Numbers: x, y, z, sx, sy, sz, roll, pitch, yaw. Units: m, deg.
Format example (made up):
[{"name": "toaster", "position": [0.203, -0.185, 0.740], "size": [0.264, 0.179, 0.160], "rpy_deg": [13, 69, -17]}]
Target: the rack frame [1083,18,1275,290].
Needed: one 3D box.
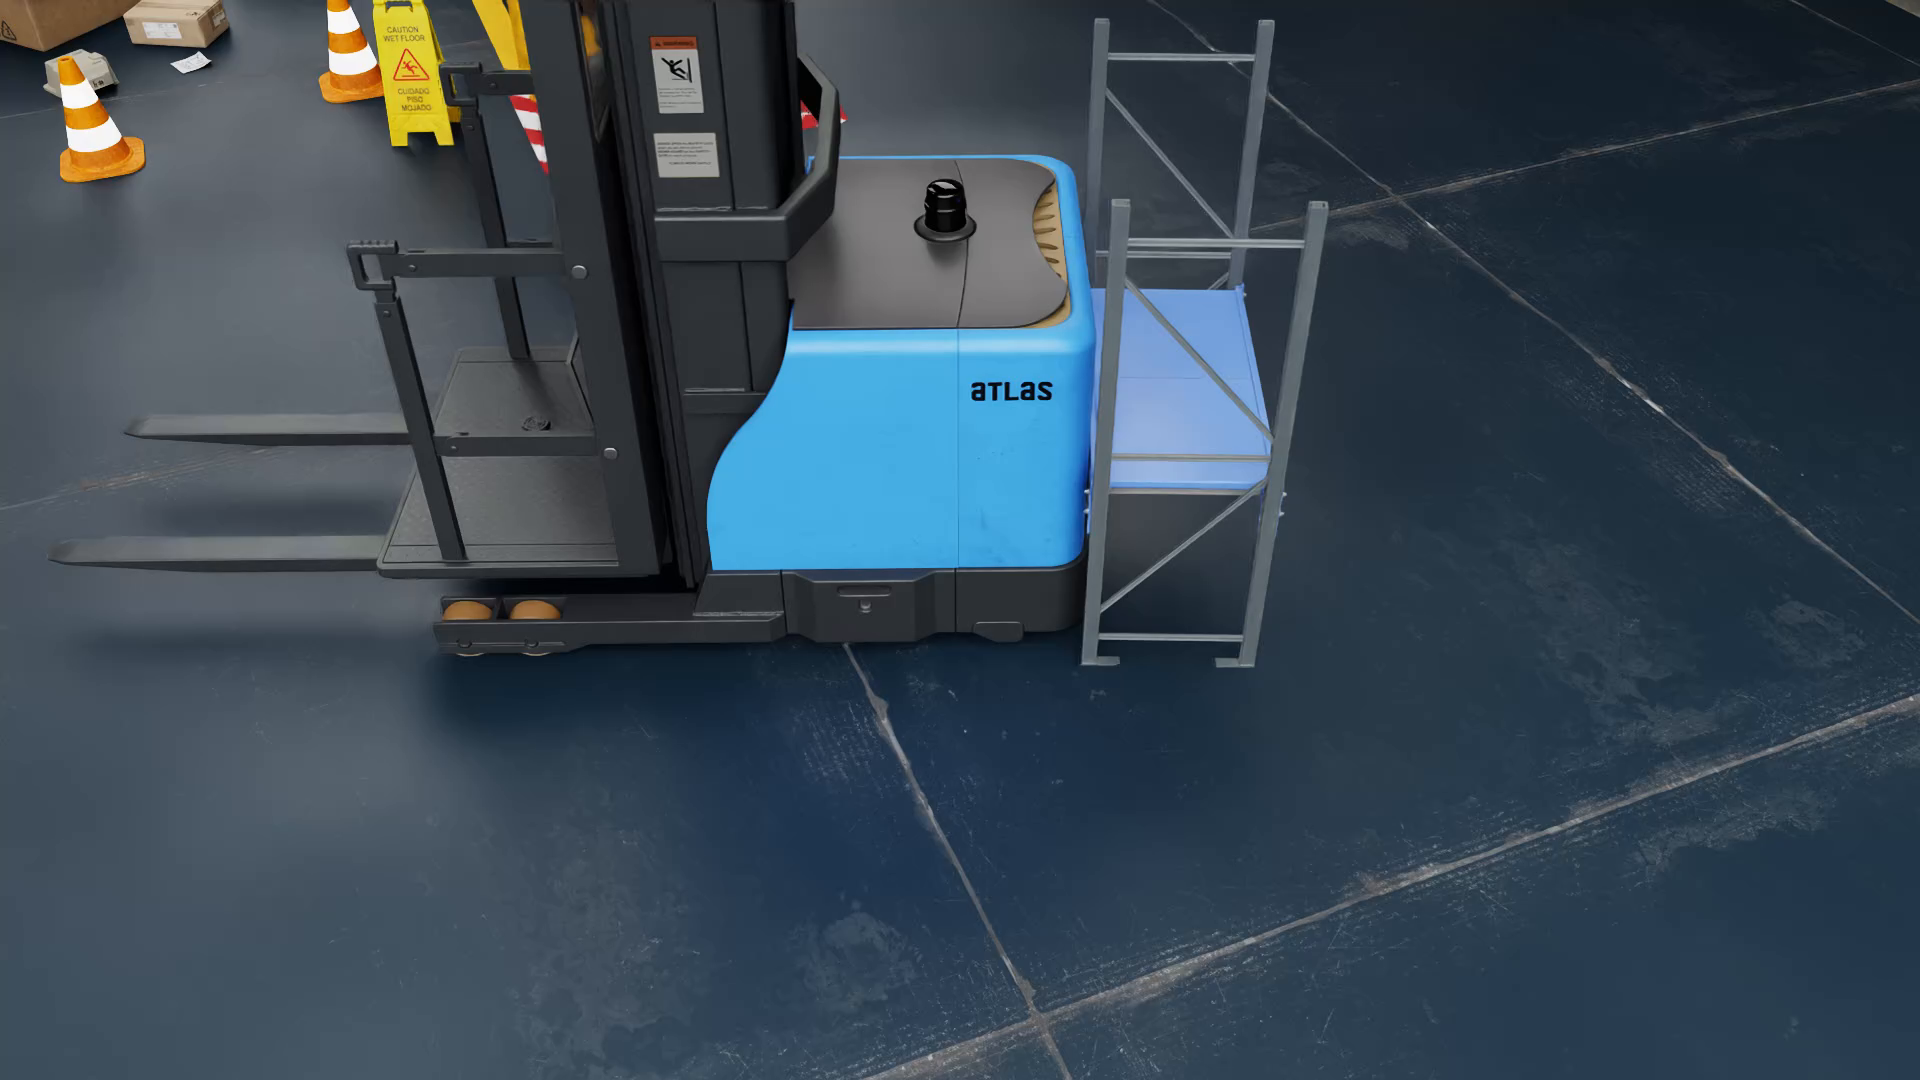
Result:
[{"name": "rack frame", "position": [0.624, -0.874, 5.116], "size": [0.500, 1.500, 0.032], "rpy_deg": [1, 41, 1]}]

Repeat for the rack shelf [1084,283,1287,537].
[{"name": "rack shelf", "position": [0.613, -0.407, 4.848], "size": [0.538, 0.185, 1.000], "rpy_deg": [1, 41, 1]}]

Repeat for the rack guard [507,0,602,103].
[{"name": "rack guard", "position": [-1.458, -2.409, 7.668], "size": [1.175, 0.500, 0.348], "rpy_deg": [-15, 43, -17]}]

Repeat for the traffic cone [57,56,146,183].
[{"name": "traffic cone", "position": [-3.681, -1.804, 6.993], "size": [0.336, 0.463, 0.334], "rpy_deg": [-15, 43, -17]}]

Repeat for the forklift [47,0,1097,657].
[{"name": "forklift", "position": [-1.156, -1.120, 4.304], "size": [3.031, 2.935, 1.130], "rpy_deg": [-1, 41, -1]}]

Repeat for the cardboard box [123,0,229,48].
[{"name": "cardboard box", "position": [-3.796, -2.515, 8.061], "size": [0.380, 0.149, 0.250], "rpy_deg": [5, 41, 6]}]

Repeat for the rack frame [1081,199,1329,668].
[{"name": "rack frame", "position": [0.603, -0.212, 4.346], "size": [0.500, 1.500, 0.032], "rpy_deg": [1, 41, 1]}]

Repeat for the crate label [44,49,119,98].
[{"name": "crate label", "position": [-4.039, -2.139, 7.632], "size": [0.298, 0.136, 0.250], "rpy_deg": [27, 47, 27]}]

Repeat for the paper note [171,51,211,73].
[{"name": "paper note", "position": [-3.630, -2.258, 7.852], "size": [0.148, 0.019, 0.142], "rpy_deg": [-31, 49, -31]}]

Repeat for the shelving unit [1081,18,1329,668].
[{"name": "shelving unit", "position": [0.613, -0.543, 4.731], "size": [0.538, 1.500, 1.048], "rpy_deg": [1, 41, 1]}]

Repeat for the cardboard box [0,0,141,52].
[{"name": "cardboard box", "position": [-4.440, -2.791, 8.109], "size": [0.637, 0.503, 0.797], "rpy_deg": [19, 44, 20]}]

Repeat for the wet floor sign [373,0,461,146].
[{"name": "wet floor sign", "position": [-2.345, -2.037, 7.123], "size": [0.267, 0.644, 0.232], "rpy_deg": [-2, 41, -2]}]

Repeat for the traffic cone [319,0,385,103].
[{"name": "traffic cone", "position": [-2.785, -2.286, 7.553], "size": [0.336, 0.463, 0.334], "rpy_deg": [-15, 43, -17]}]

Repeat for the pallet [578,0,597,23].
[{"name": "pallet", "position": [-1.736, -2.797, 8.341], "size": [1.003, 0.211, 1.213], "rpy_deg": [-15, 43, -17]}]
